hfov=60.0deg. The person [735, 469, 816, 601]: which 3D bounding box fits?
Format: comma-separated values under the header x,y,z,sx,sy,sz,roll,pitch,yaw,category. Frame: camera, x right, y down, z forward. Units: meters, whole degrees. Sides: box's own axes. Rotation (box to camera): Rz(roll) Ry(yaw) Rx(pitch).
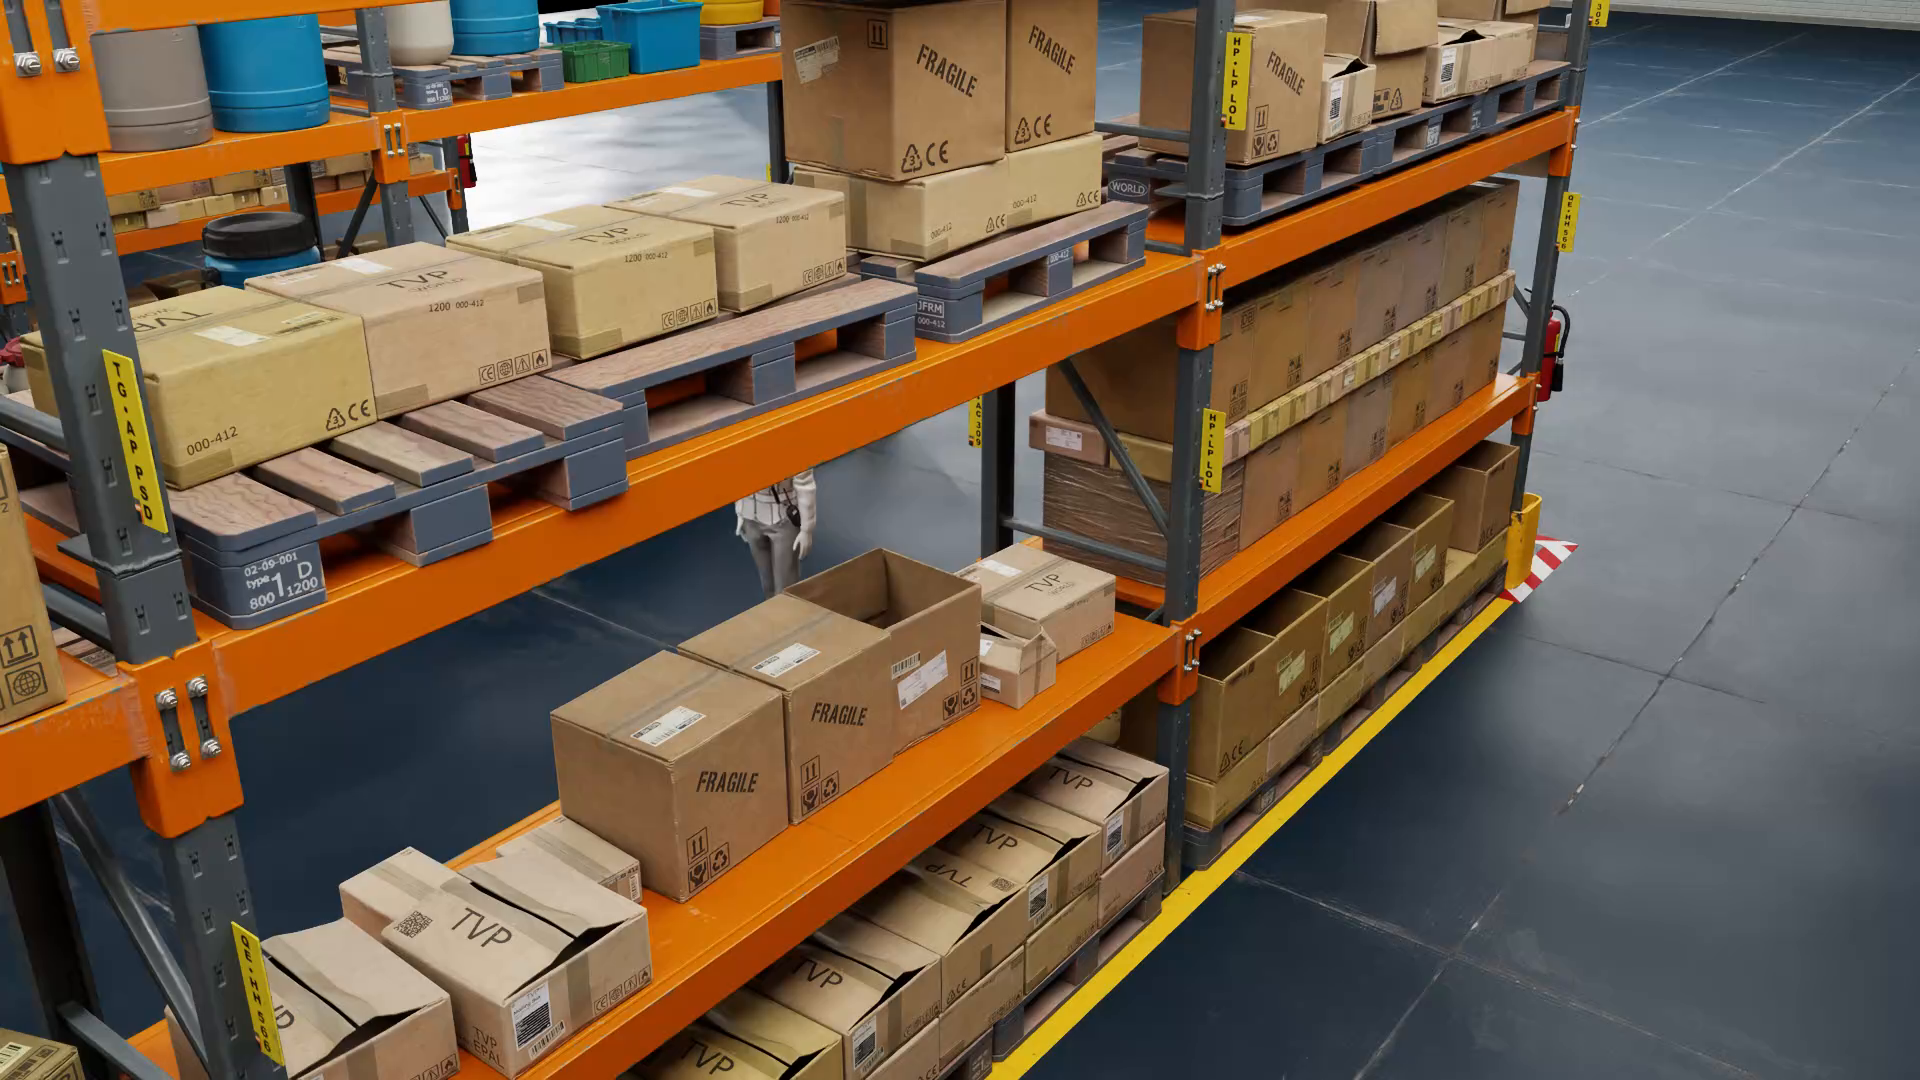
x,y,z,sx,sy,sz,roll,pitch,yaw,category
-1.026,-0.067,8.737,0.505,1.688,0.456,17,29,33,person
